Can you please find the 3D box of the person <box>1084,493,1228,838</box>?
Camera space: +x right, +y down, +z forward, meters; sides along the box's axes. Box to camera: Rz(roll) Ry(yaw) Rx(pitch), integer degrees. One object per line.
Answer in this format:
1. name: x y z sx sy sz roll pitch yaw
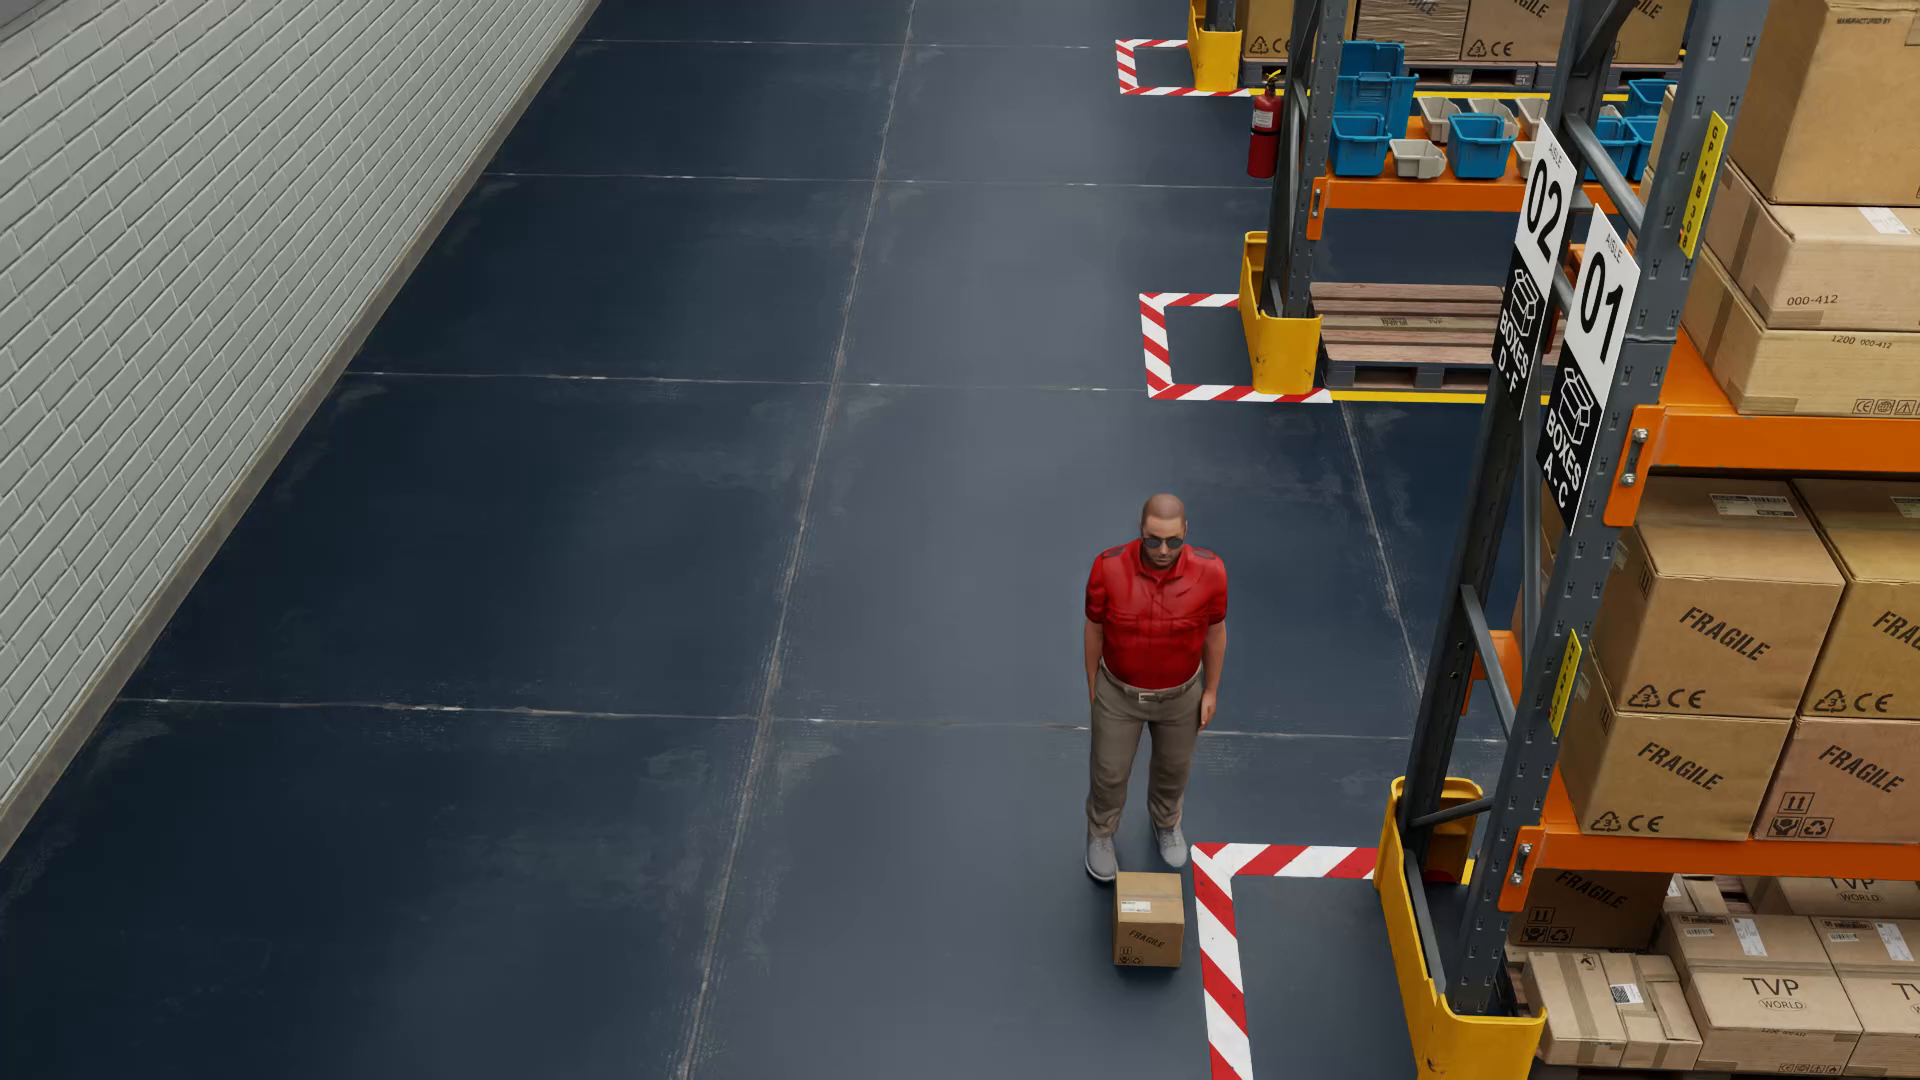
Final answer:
1. person: 0.724 0.543 6.308 0.523 1.650 0.375 1 35 2
